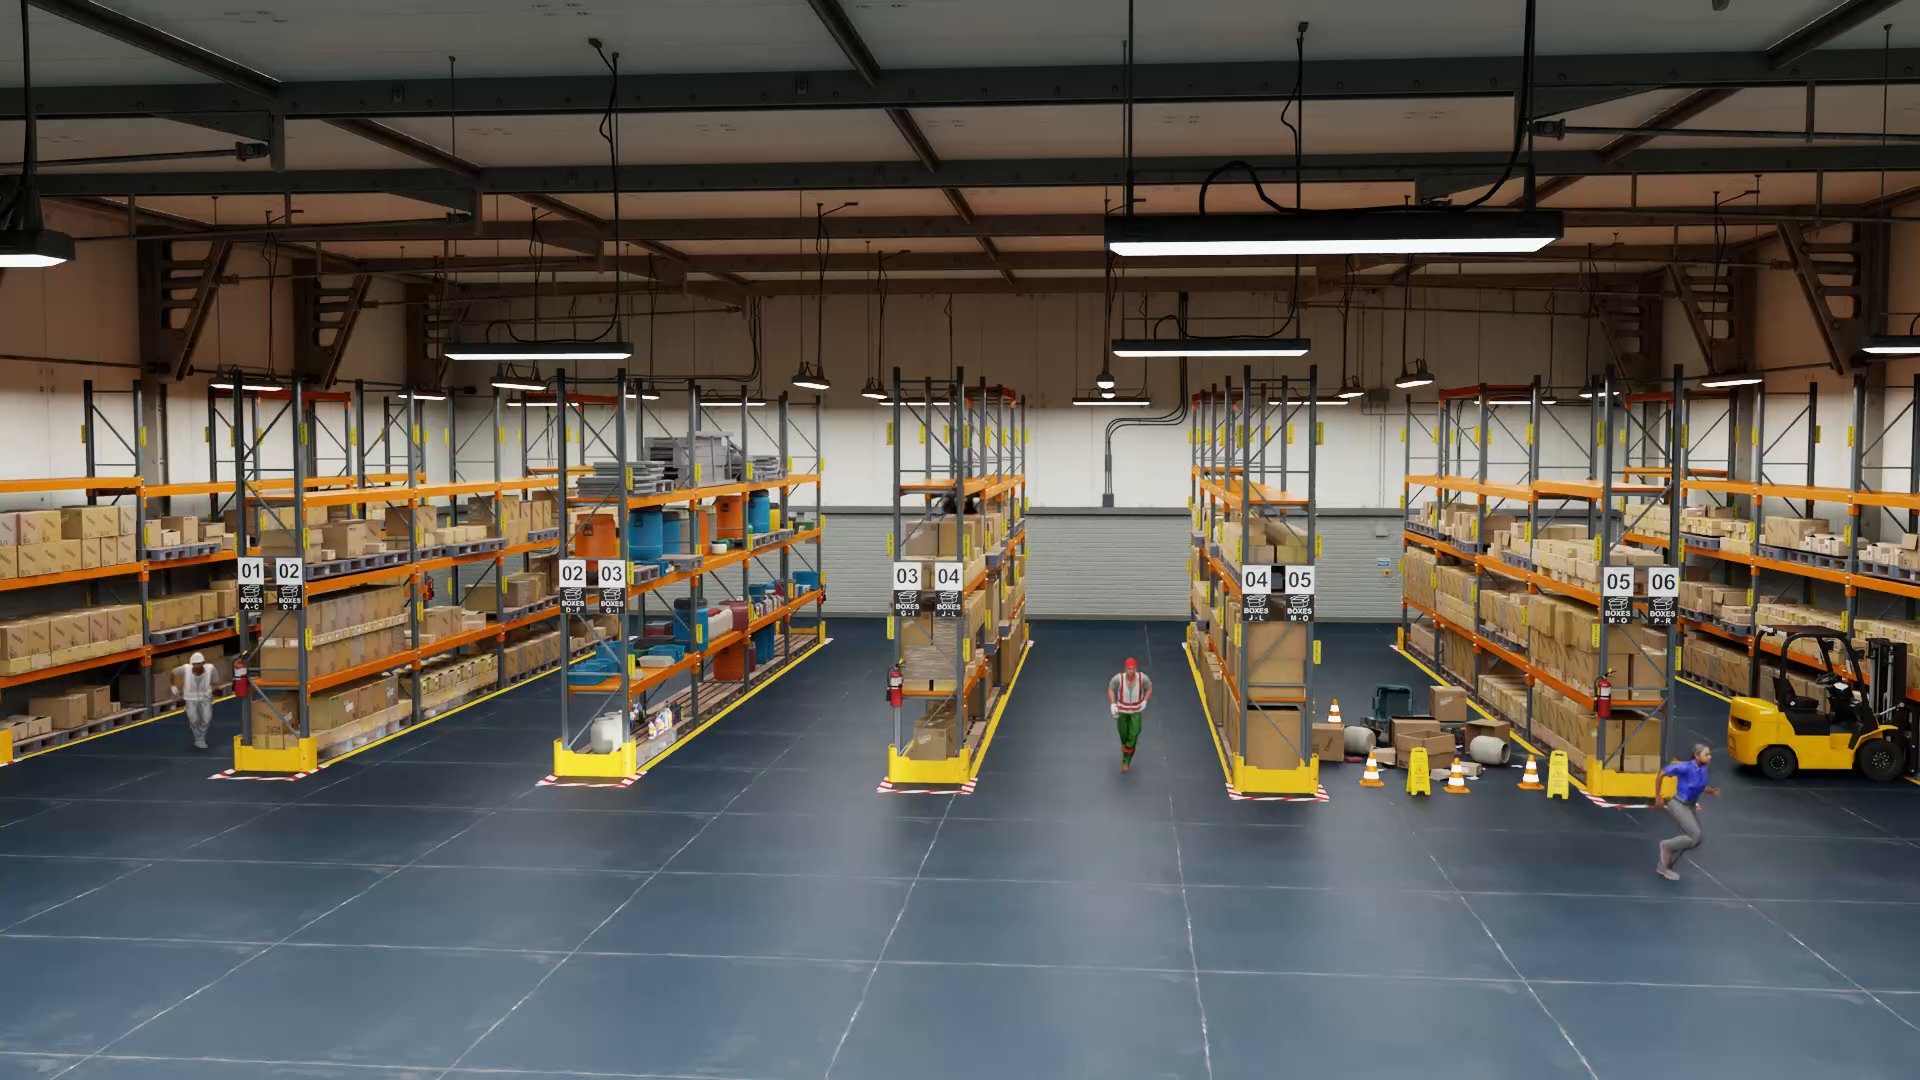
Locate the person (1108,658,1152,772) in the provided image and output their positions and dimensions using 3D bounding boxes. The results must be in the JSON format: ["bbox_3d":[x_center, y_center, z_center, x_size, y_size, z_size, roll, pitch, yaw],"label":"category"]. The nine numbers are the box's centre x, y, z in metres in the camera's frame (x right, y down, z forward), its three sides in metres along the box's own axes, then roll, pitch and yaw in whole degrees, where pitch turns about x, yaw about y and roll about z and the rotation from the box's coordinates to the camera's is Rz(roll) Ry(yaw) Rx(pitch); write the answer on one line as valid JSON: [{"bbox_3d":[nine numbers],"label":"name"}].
[{"bbox_3d":[2.566,2.605,25.145,0.659,1.723,0.920,0,4,-2],"label":"person"}]

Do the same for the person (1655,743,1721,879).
[{"bbox_3d":[8.194,3.062,18.705,0.562,1.565,0.715,-3,4,-38],"label":"person"}]

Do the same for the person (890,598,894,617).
[{"bbox_3d":[-1.092,1.752,34.072,0.716,1.831,0.933,0,4,4],"label":"person"}]

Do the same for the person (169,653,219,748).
[{"bbox_3d":[-12.189,2.563,26.500,0.715,1.590,0.820,-2,4,-26],"label":"person"}]
